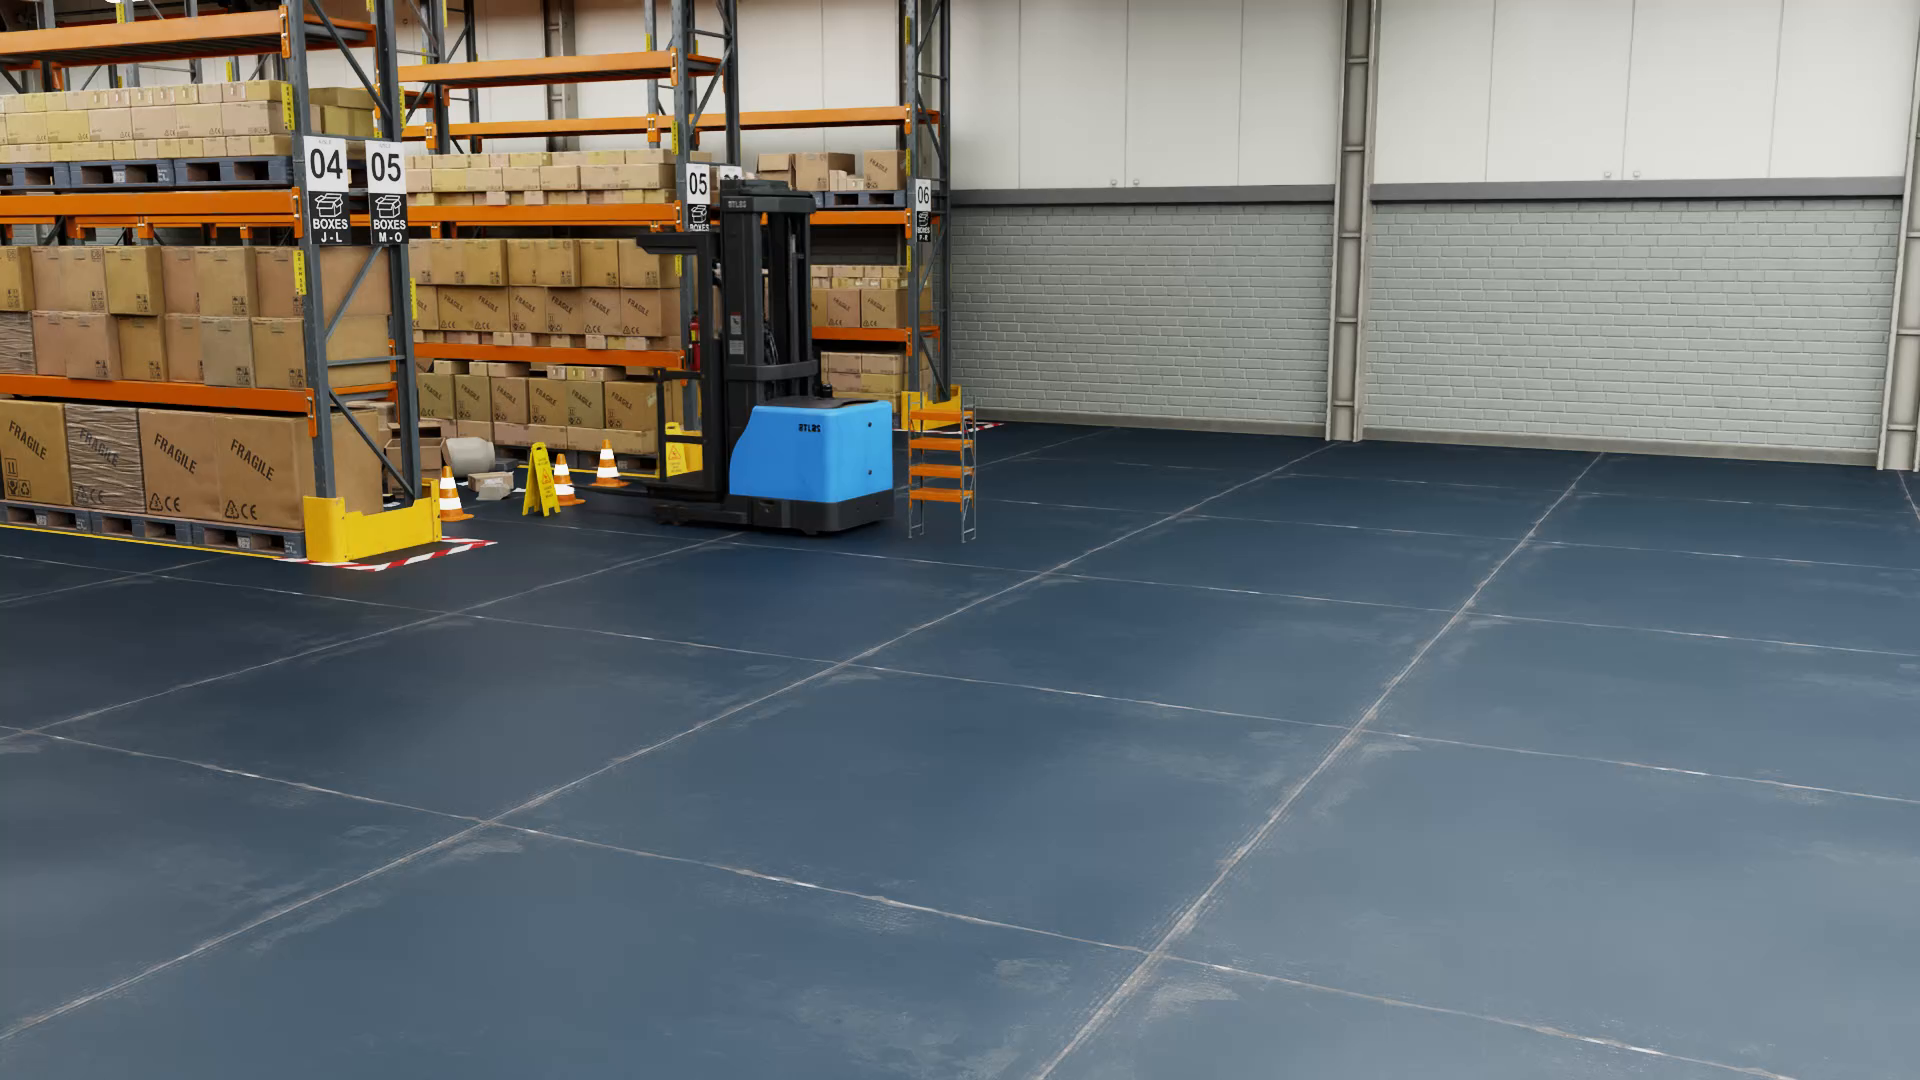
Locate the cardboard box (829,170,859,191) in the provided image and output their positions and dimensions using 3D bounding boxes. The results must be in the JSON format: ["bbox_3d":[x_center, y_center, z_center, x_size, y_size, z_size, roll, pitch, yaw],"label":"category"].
[{"bbox_3d":[-1.504,-4.696,21.751,0.258,0.266,0.396,5,11,26],"label":"cardboard box"}]

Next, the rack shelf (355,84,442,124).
[{"bbox_3d":[-7.972,-5.075,19.645,4.000,0.370,1.077,5,11,26],"label":"rack shelf"}]

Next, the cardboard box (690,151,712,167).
[{"bbox_3d":[-2.820,-4.006,17.486,0.250,0.149,0.380,5,11,25],"label":"cardboard box"}]

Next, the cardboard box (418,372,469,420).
[{"bbox_3d":[-5.769,-1.649,18.855,0.500,0.500,0.500,6,12,29],"label":"cardboard box"}]

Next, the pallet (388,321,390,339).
[{"bbox_3d":[-6.800,-2.505,19.687,1.213,0.211,1.003,5,11,26],"label":"pallet"}]

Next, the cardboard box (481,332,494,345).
[{"bbox_3d":[-5.078,-2.248,18.431,0.250,0.149,0.380,5,11,26],"label":"cardboard box"}]

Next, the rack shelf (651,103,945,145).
[{"bbox_3d":[-2.192,-5.553,22.285,4.000,0.370,1.077,5,11,26],"label":"rack shelf"}]

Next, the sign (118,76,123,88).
[{"bbox_3d":[-14.483,-7.831,28.665,0.005,0.325,0.100,5,11,26],"label":"sign"}]

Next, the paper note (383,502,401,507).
[{"bbox_3d":[-5.309,-0.332,15.483,0.144,0.017,0.142,-10,14,-43],"label":"paper note"}]

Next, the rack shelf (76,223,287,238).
[{"bbox_3d":[-12.954,-5.219,27.742,4.000,0.370,1.077,5,11,26],"label":"rack shelf"}]

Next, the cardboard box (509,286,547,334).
[{"bbox_3d":[-4.541,-2.518,18.106,0.500,0.500,0.500,5,11,26],"label":"cardboard box"}]

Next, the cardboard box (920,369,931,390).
[{"bbox_3d":[-0.728,-2.164,22.400,0.500,0.250,0.500,5,12,27],"label":"cardboard box"}]

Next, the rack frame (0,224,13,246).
[{"bbox_3d":[-13.353,-3.146,22.692,0.127,3.000,1.000,5,11,26],"label":"rack frame"}]

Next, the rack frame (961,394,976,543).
[{"bbox_3d":[0.070,-0.584,13.589,0.015,1.200,0.240,5,11,26],"label":"rack frame"}]

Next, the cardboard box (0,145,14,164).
[{"bbox_3d":[-7.869,-3.223,13.936,0.250,0.149,0.380,5,11,26],"label":"cardboard box"}]

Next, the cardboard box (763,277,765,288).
[{"bbox_3d":[-2.681,-3.505,22.571,0.250,0.149,0.380,5,11,24],"label":"cardboard box"}]

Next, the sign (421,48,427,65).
[{"bbox_3d":[-7.804,-6.987,24.225,0.005,0.325,0.100,5,11,26],"label":"sign"}]

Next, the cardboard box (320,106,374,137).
[{"bbox_3d":[-5.011,-3.286,13.165,0.500,0.250,0.500,5,11,26],"label":"cardboard box"}]

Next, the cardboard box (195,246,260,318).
[{"bbox_3d":[-5.541,-2.071,13.300,0.550,0.550,0.875,5,11,26],"label":"cardboard box"}]

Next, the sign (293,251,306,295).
[{"bbox_3d":[-4.944,-2.003,12.458,0.005,0.325,0.100,5,11,26],"label":"sign"}]

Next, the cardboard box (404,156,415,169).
[{"bbox_3d":[-6.041,-4.184,18.468,0.250,0.149,0.380,5,11,25],"label":"cardboard box"}]

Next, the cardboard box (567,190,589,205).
[{"bbox_3d":[-3.938,-3.620,17.592,0.250,0.149,0.380,5,11,25],"label":"cardboard box"}]

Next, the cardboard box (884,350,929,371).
[{"bbox_3d":[-0.746,-2.408,22.344,0.500,0.250,0.500,5,11,25],"label":"cardboard box"}]

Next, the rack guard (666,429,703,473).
[{"bbox_3d":[-2.660,-0.977,17.723,0.348,0.500,1.175,5,11,26],"label":"rack guard"}]

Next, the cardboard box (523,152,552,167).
[{"bbox_3d":[-4.416,-4.041,17.676,0.250,0.149,0.380,5,12,27],"label":"cardboard box"}]

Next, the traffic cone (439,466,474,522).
[{"bbox_3d":[-4.539,-0.423,14.766,0.334,0.463,0.336,5,11,26],"label":"traffic cone"}]

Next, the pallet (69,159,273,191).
[{"bbox_3d":[-6.459,-2.987,13.640,1.213,0.211,1.003,5,11,26],"label":"pallet"}]

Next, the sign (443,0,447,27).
[{"bbox_3d":[-5.922,-6.052,19.055,0.005,0.325,0.100,5,11,26],"label":"sign"}]

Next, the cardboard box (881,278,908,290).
[{"bbox_3d":[-0.834,-3.345,21.686,0.250,0.149,0.380,5,11,27],"label":"cardboard box"}]

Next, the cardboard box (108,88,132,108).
[{"bbox_3d":[-6.511,-3.495,13.205,0.250,0.149,0.380,5,11,26],"label":"cardboard box"}]

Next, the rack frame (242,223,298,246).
[{"bbox_3d":[-11.160,-3.939,27.074,0.127,3.000,1.000,5,11,26],"label":"rack frame"}]

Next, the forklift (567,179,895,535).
[{"bbox_3d":[-2.113,-1.644,14.583,3.031,2.935,1.130,6,12,28],"label":"forklift"}]

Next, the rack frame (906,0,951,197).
[{"bbox_3d":[-0.399,-5.946,21.315,0.127,3.000,1.000,5,11,26],"label":"rack frame"}]

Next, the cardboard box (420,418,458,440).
[{"bbox_3d":[-5.769,-1.280,18.921,0.500,0.250,0.500,4,11,23],"label":"cardboard box"}]

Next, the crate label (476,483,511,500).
[{"bbox_3d":[-4.467,-0.468,15.931,0.298,0.136,0.250,-1,10,-4],"label":"crate label"}]

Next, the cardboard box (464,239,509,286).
[{"bbox_3d":[-4.993,-3.047,18.217,0.500,0.500,0.700,5,11,25],"label":"cardboard box"}]

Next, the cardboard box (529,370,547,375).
[{"bbox_3d":[-4.615,-1.655,18.888,0.500,0.500,0.500,6,12,29],"label":"cardboard box"}]

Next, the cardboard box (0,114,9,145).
[{"bbox_3d":[-7.964,-3.439,14.010,0.500,0.250,0.500,5,11,26],"label":"cardboard box"}]

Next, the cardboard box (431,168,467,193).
[{"bbox_3d":[-5.439,-3.947,18.279,0.500,0.250,0.500,5,11,25],"label":"cardboard box"}]

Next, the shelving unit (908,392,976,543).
[{"bbox_3d":[-0.148,-0.603,13.695,0.503,1.200,0.258,5,11,26],"label":"shelving unit"}]

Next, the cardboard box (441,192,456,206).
[{"bbox_3d":[-5.527,-3.773,18.438,0.250,0.149,0.380,5,11,26],"label":"cardboard box"}]

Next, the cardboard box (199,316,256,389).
[{"bbox_3d":[-5.547,-1.538,13.384,0.550,0.550,0.875,5,11,26],"label":"cardboard box"}]

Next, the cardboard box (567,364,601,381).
[{"bbox_3d":[-4.008,-1.803,17.882,0.250,0.149,0.380,5,12,27],"label":"cardboard box"}]

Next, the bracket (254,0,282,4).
[{"bbox_3d":[-11.171,-8.772,26.824,0.430,0.232,0.235,5,11,26],"label":"bracket"}]

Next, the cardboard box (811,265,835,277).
[{"bbox_3d":[-1.768,-3.568,22.086,0.250,0.149,0.380,5,12,27],"label":"cardboard box"}]

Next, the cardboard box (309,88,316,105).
[{"bbox_3d":[-5.074,-3.500,13.229,0.250,0.149,0.380,5,11,26],"label":"cardboard box"}]

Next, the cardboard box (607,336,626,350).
[{"bbox_3d":[-3.518,-2.098,17.607,0.250,0.149,0.380,5,11,25],"label":"cardboard box"}]

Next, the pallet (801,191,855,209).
[{"bbox_3d":[-2.119,-4.582,22.451,1.213,0.211,1.003,5,11,26],"label":"pallet"}]

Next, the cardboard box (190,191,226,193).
[{"bbox_3d":[-8.920,-4.280,20.253,0.500,0.500,0.700,5,11,26],"label":"cardboard box"}]

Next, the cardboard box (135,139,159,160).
[{"bbox_3d":[-6.279,-3.083,13.164,0.250,0.149,0.380,5,11,26],"label":"cardboard box"}]
